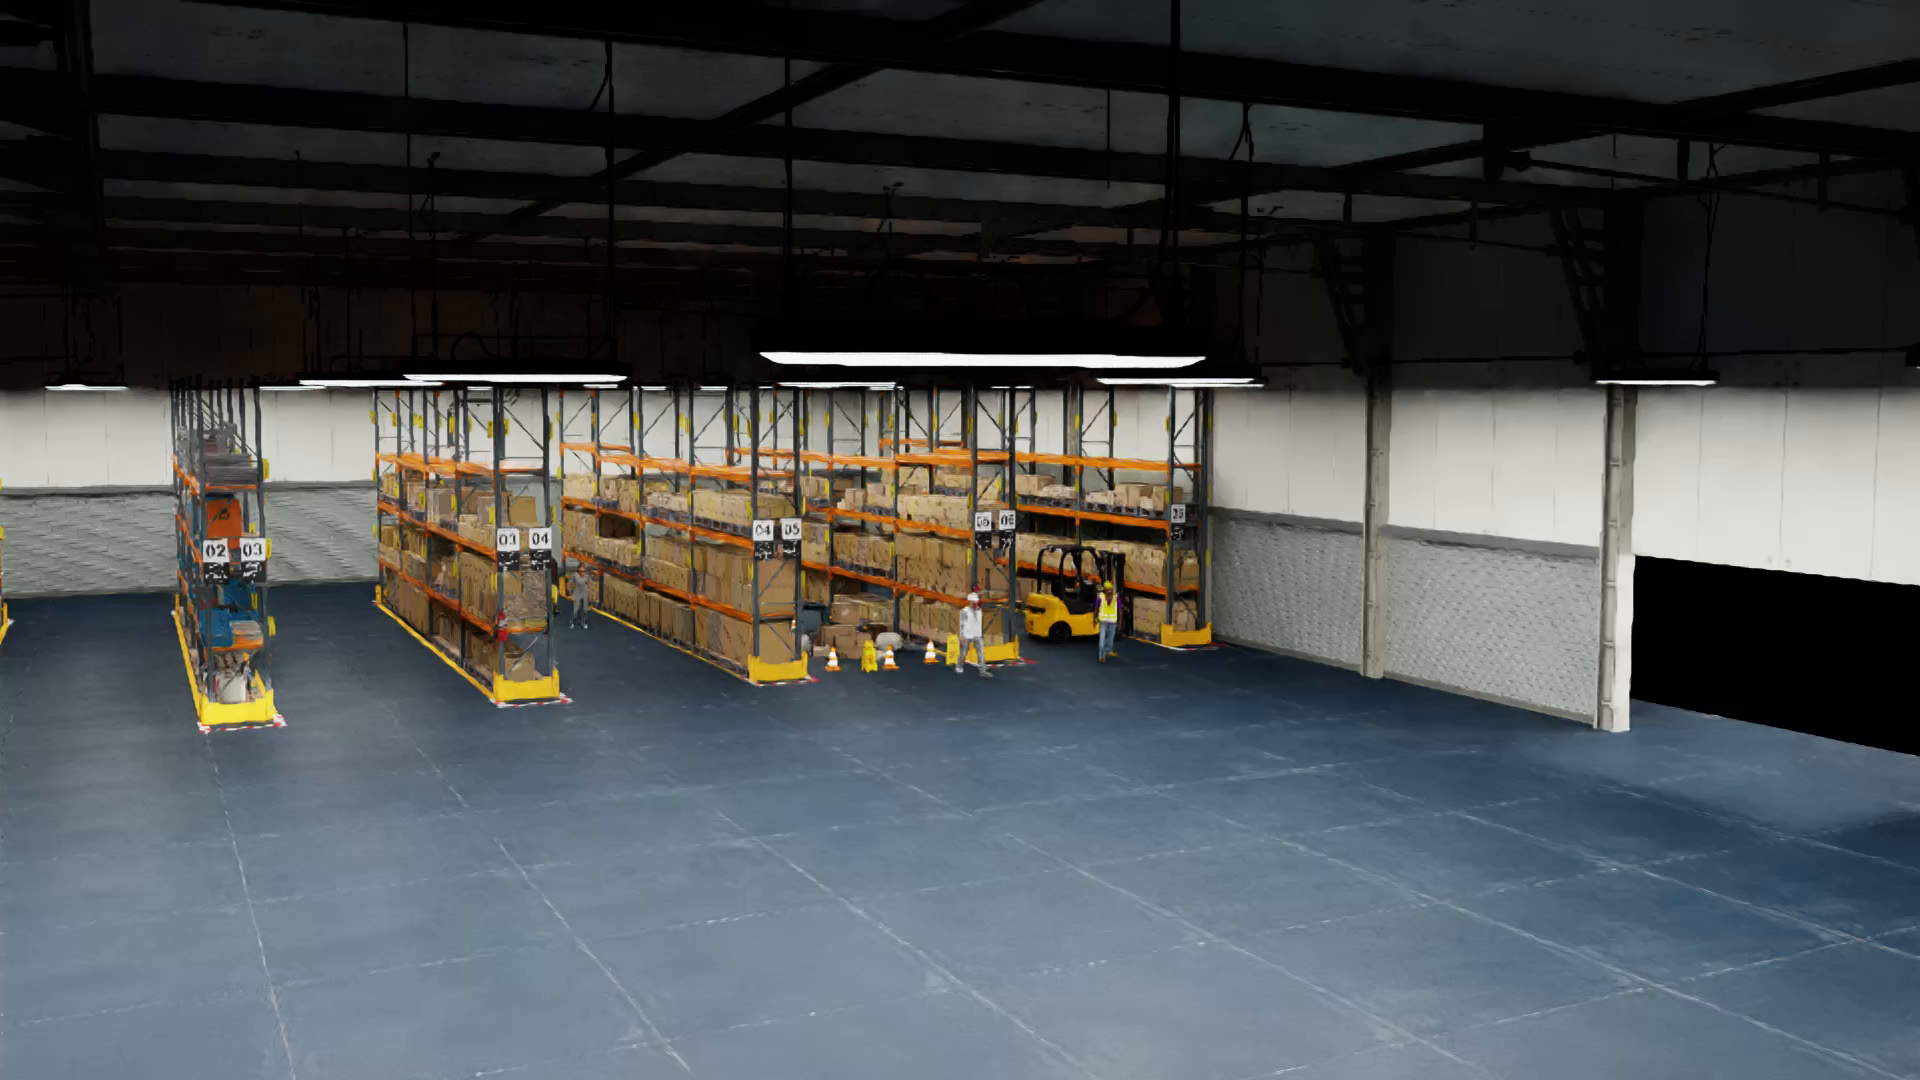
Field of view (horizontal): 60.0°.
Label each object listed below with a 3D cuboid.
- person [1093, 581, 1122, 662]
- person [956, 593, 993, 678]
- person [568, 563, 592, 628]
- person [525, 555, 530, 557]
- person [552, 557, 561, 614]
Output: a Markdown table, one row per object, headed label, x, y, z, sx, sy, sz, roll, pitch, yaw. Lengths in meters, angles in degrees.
| label | x | y | z | sx | sy | sz | roll | pitch | yaw |
| --- | --- | --- | --- | --- | --- | --- | --- | --- | --- |
| person | 3.165 | 1.716 | 35.572 | 0.616 | 1.722 | 0.972 | 0 | 5 | -4 |
| person | 0.230 | 1.895 | 33.411 | 0.543 | 1.700 | 1.115 | -2 | 6 | -25 |
| person | -9.198 | 1.342 | 40.279 | 0.580 | 1.619 | 0.507 | -3 | 6 | -29 |
| person | -12.043 | 0.710 | 46.256 | 0.645 | 1.771 | 0.464 | 4 | 6 | 36 |
| person | -10.650 | 1.044 | 42.892 | 0.585 | 1.698 | 1.193 | -2 | 6 | -24 |
